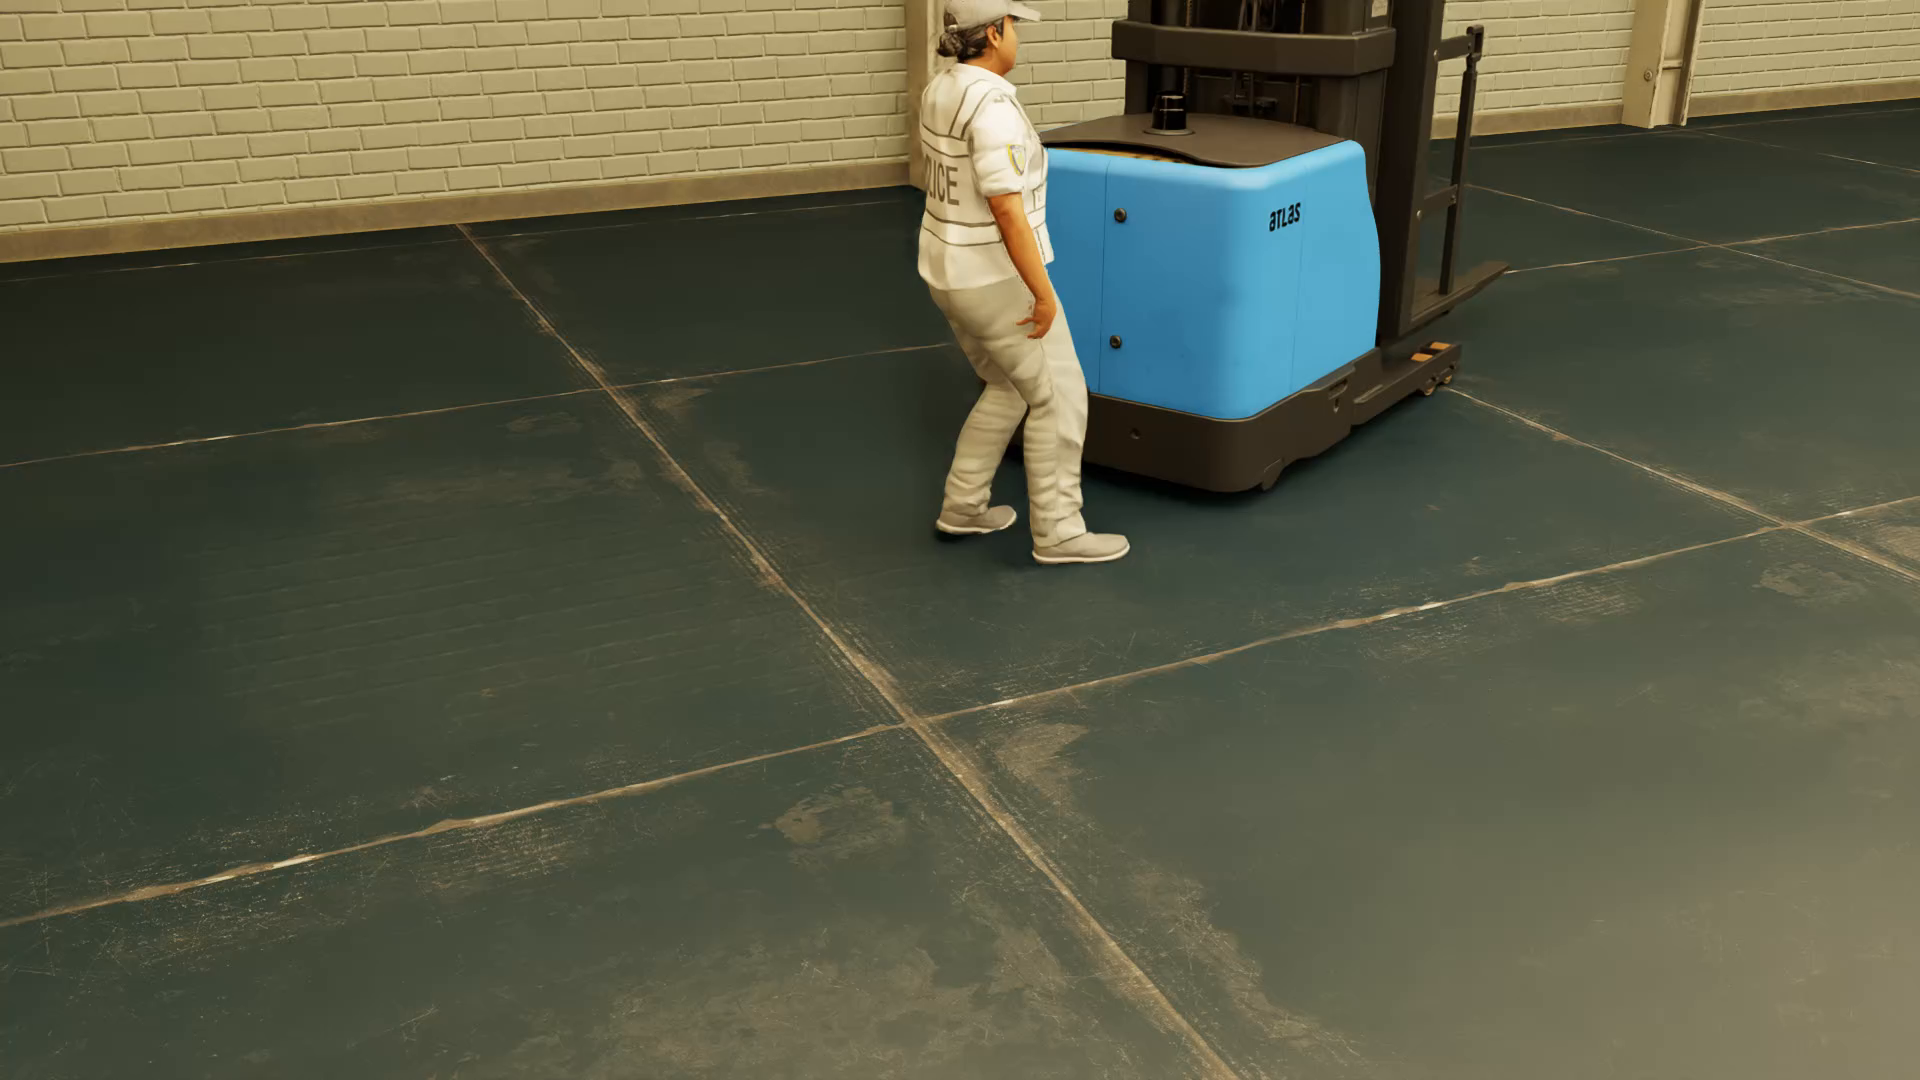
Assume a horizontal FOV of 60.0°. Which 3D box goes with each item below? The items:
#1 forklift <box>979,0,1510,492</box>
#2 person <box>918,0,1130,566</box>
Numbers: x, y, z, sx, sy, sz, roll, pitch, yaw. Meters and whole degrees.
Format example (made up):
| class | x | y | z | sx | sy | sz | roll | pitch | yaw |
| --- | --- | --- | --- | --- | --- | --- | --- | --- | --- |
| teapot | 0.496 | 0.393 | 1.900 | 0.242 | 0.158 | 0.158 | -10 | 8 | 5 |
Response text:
| class | x | y | z | sx | sy | sz | roll | pitch | yaw |
| --- | --- | --- | --- | --- | --- | --- | --- | --- | --- |
| forklift | 1.336 | -2.009 | 6.123 | 1.130 | 2.935 | 3.031 | 16 | 27 | 33 |
| person | 0.173 | -0.768 | 4.852 | 0.541 | 1.655 | 0.616 | -8 | 24 | -17 |
